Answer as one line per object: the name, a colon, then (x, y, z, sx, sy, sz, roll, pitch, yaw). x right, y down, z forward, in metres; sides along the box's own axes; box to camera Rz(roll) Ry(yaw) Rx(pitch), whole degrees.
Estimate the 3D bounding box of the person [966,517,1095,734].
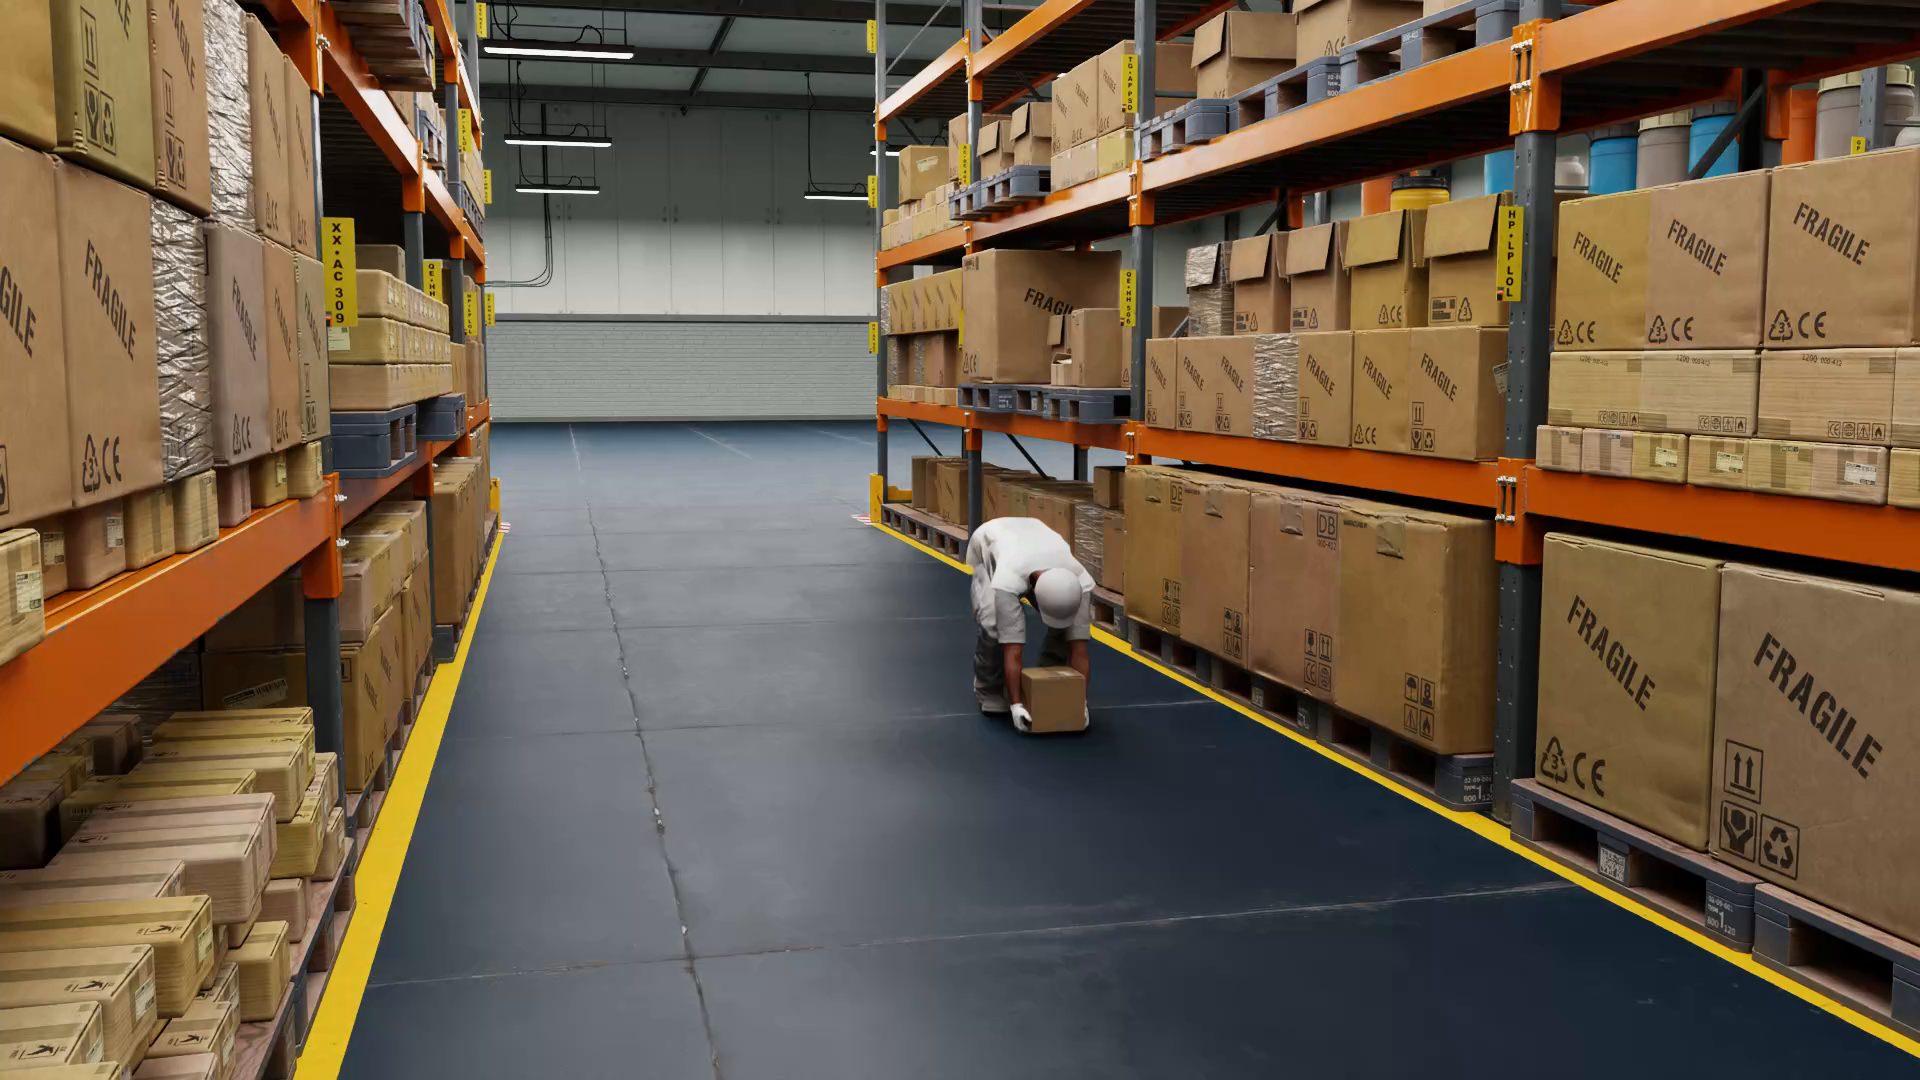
person: (0.341, 0.373, 7.811, 0.526, 0.932, 0.983, -2, 6, -16)
